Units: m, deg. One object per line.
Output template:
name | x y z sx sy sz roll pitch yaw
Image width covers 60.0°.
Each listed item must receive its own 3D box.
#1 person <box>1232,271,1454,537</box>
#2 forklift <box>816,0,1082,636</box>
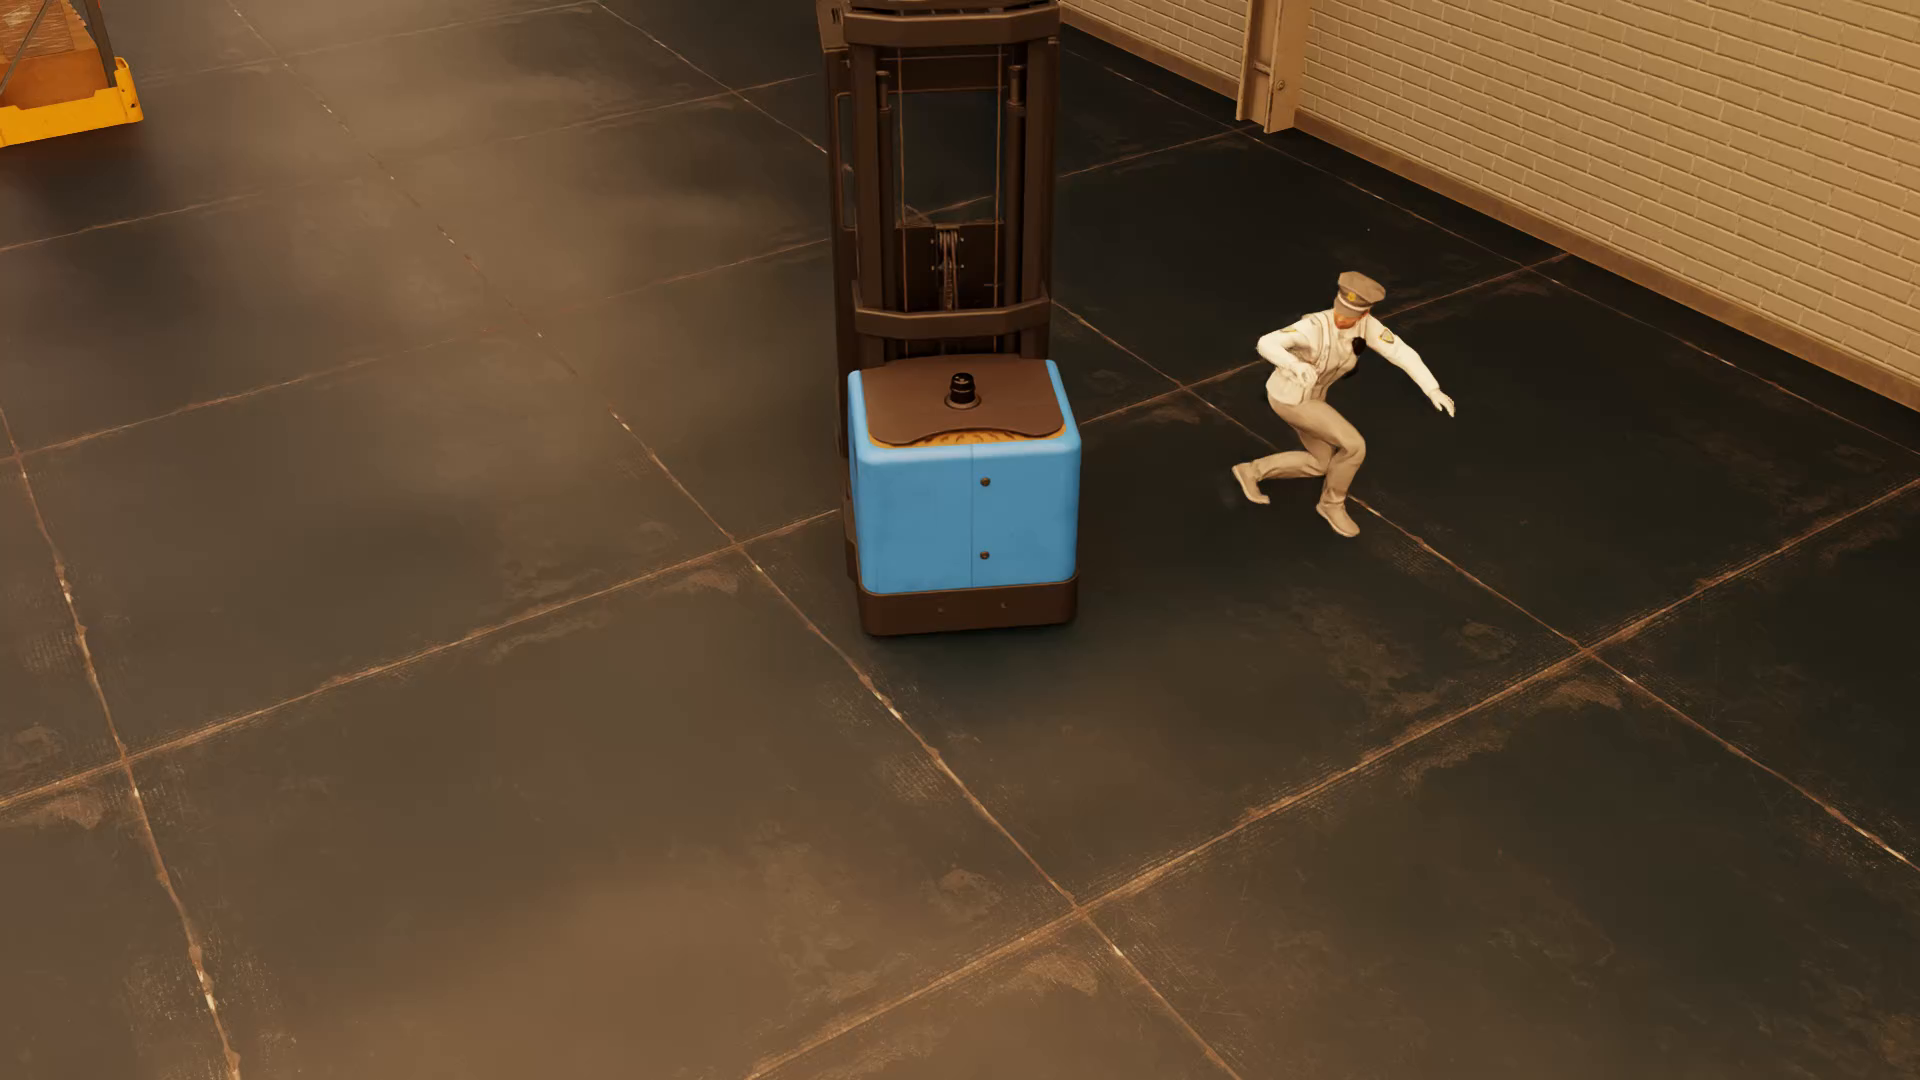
person | 1.901 -0.625 8.383 1.047 1.422 0.760 23 41 29
forklift | -0.115 -1.577 8.392 1.130 2.935 3.031 -4 35 -5
